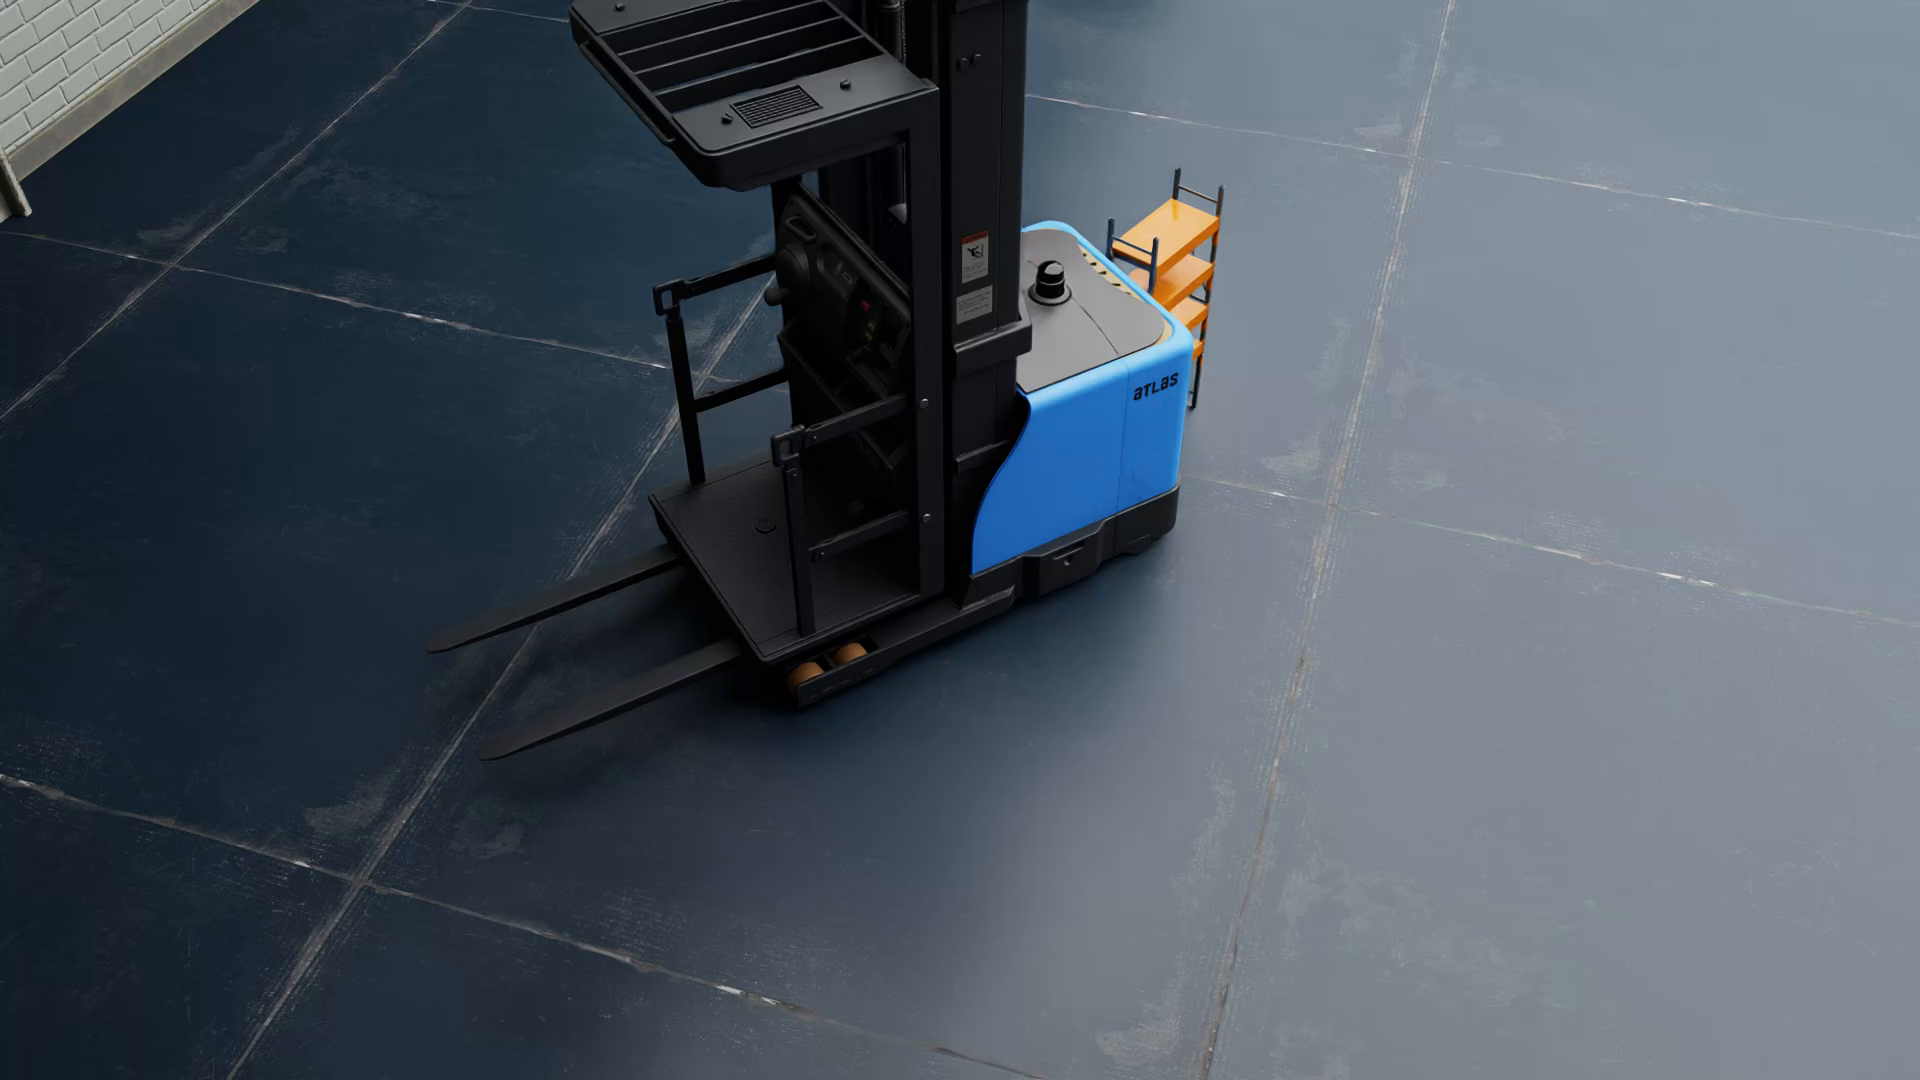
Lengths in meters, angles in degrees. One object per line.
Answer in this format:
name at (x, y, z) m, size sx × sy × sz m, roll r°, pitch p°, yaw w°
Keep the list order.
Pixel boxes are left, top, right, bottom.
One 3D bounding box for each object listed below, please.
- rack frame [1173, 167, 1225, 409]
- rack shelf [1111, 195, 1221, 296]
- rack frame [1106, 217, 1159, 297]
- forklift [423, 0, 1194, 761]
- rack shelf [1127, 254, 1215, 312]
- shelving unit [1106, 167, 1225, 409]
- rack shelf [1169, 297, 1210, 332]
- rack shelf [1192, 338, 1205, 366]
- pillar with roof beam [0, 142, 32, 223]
rack frame at (1.009, -1.096, 7.411) m, size 0.240 × 1.200 × 0.015 m, roll 30°, pitch 52°, yaw 27°
rack shelf at (0.856, -1.244, 7.000) m, size 0.258 × 0.148 × 0.480 m, roll 30°, pitch 52°, yaw 27°
rack frame at (0.702, -0.831, 7.140) m, size 0.240 × 1.200 × 0.015 m, roll 30°, pitch 52°, yaw 27°
forklift at (-0.604, -0.832, 5.904) m, size 3.031 × 2.935 × 1.130 m, roll -23°, pitch 49°, yaw -21°
rack shelf at (0.856, -1.075, 7.166) m, size 0.258 × 0.148 × 0.480 m, roll 30°, pitch 52°, yaw 27°
shelving unit at (0.856, -0.963, 7.275) m, size 0.258 × 1.200 × 0.503 m, roll 30°, pitch 52°, yaw 27°
rack shelf at (0.856, -0.915, 7.322) m, size 0.258 × 0.148 × 0.480 m, roll 30°, pitch 52°, yaw 27°
rack shelf at (0.856, -0.773, 7.461) m, size 0.258 × 0.148 × 0.480 m, roll 30°, pitch 52°, yaw 27°
pillar with roof beam at (-1.097, -3.976, 4.778) m, size 9.100 × 9.000 × 0.400 m, roll 13°, pitch 46°, yaw 13°
